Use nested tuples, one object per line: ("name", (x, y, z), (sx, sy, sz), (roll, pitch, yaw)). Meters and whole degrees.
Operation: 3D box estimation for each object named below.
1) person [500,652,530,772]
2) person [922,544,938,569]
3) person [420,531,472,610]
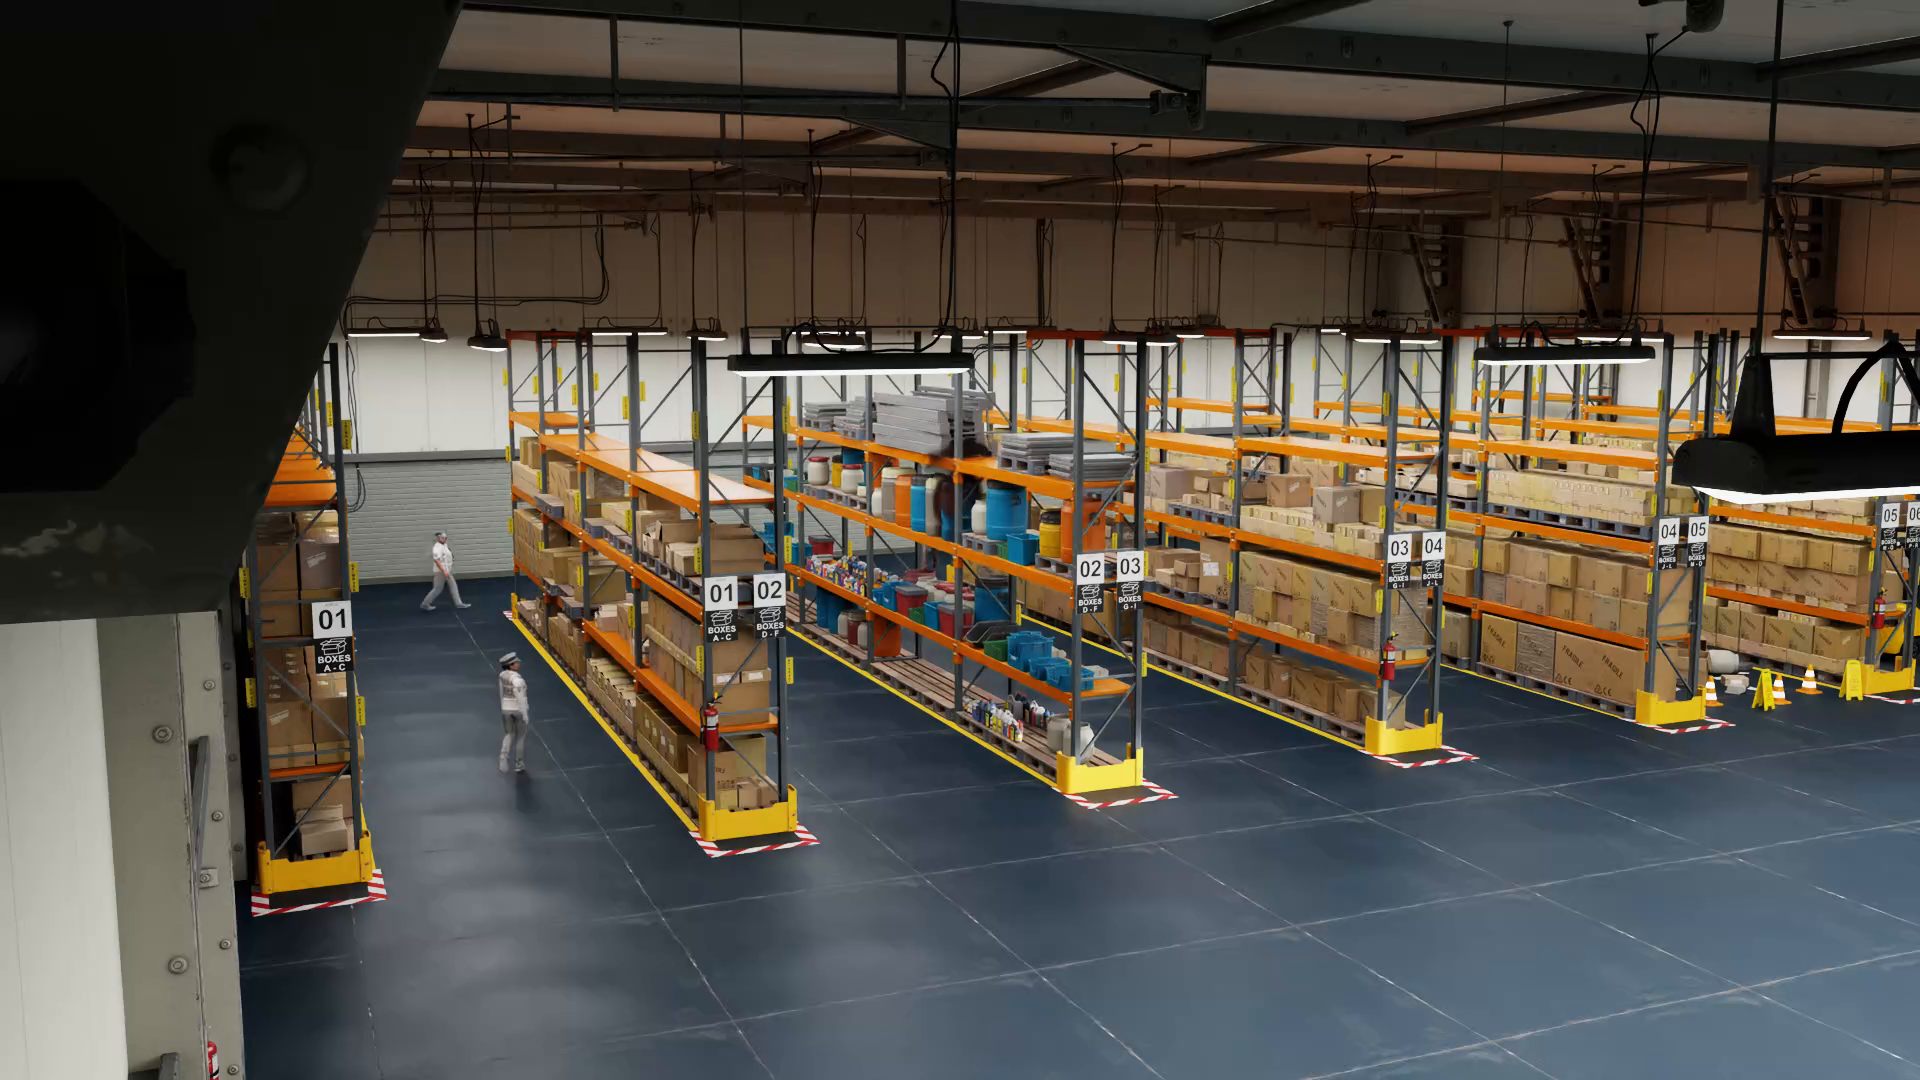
("person", (-6.173, 2.373, 22.937), (0.466, 1.685, 0.503), (2, 8, 11))
("person", (-0.739, -0.049, 40.776), (0.552, 1.680, 1.032), (1, 8, 4))
("person", (-11.000, 0.654, 35.483), (1.032, 1.727, 0.676), (-1, 8, -9))
